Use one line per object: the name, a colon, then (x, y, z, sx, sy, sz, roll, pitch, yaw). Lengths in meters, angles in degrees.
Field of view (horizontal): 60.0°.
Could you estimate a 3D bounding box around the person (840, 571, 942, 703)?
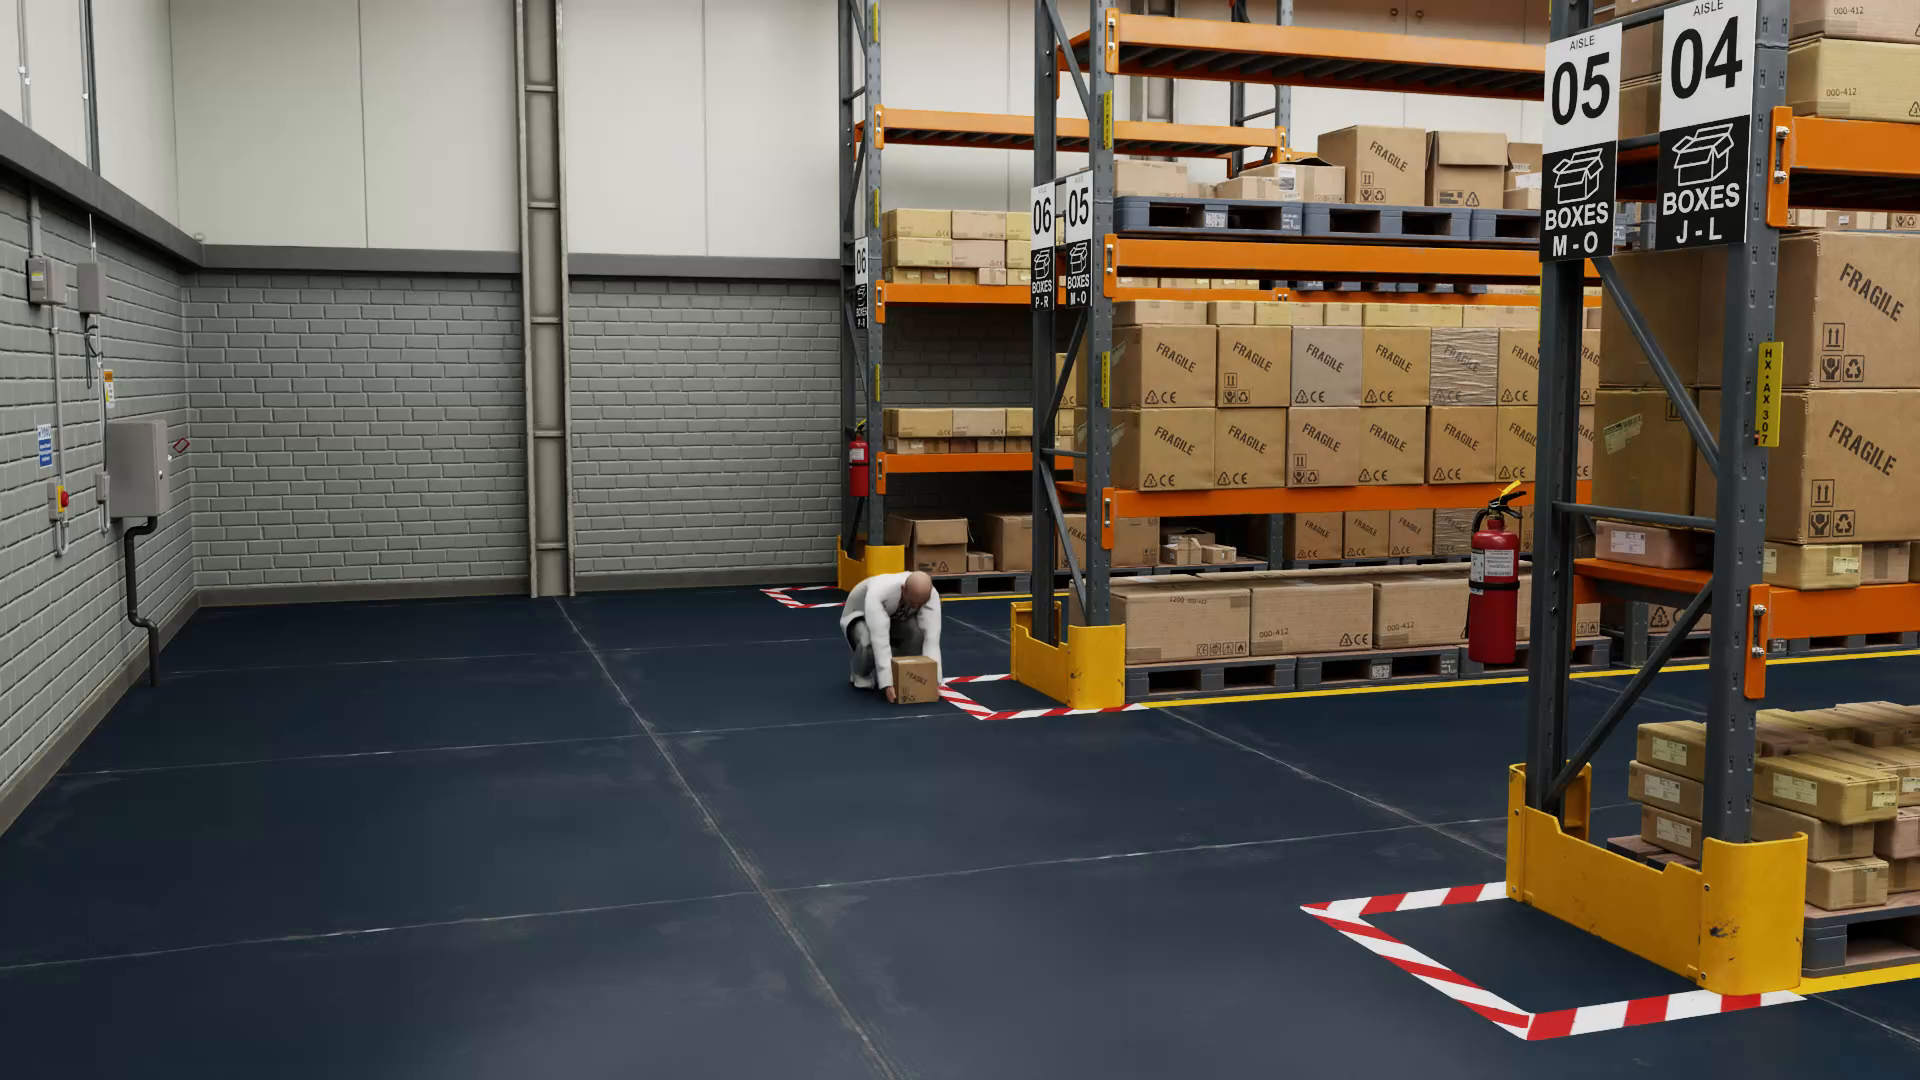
person: (-0.437, 0.604, 10.579, 0.576, 0.887, 0.938, -2, 6, -23)
